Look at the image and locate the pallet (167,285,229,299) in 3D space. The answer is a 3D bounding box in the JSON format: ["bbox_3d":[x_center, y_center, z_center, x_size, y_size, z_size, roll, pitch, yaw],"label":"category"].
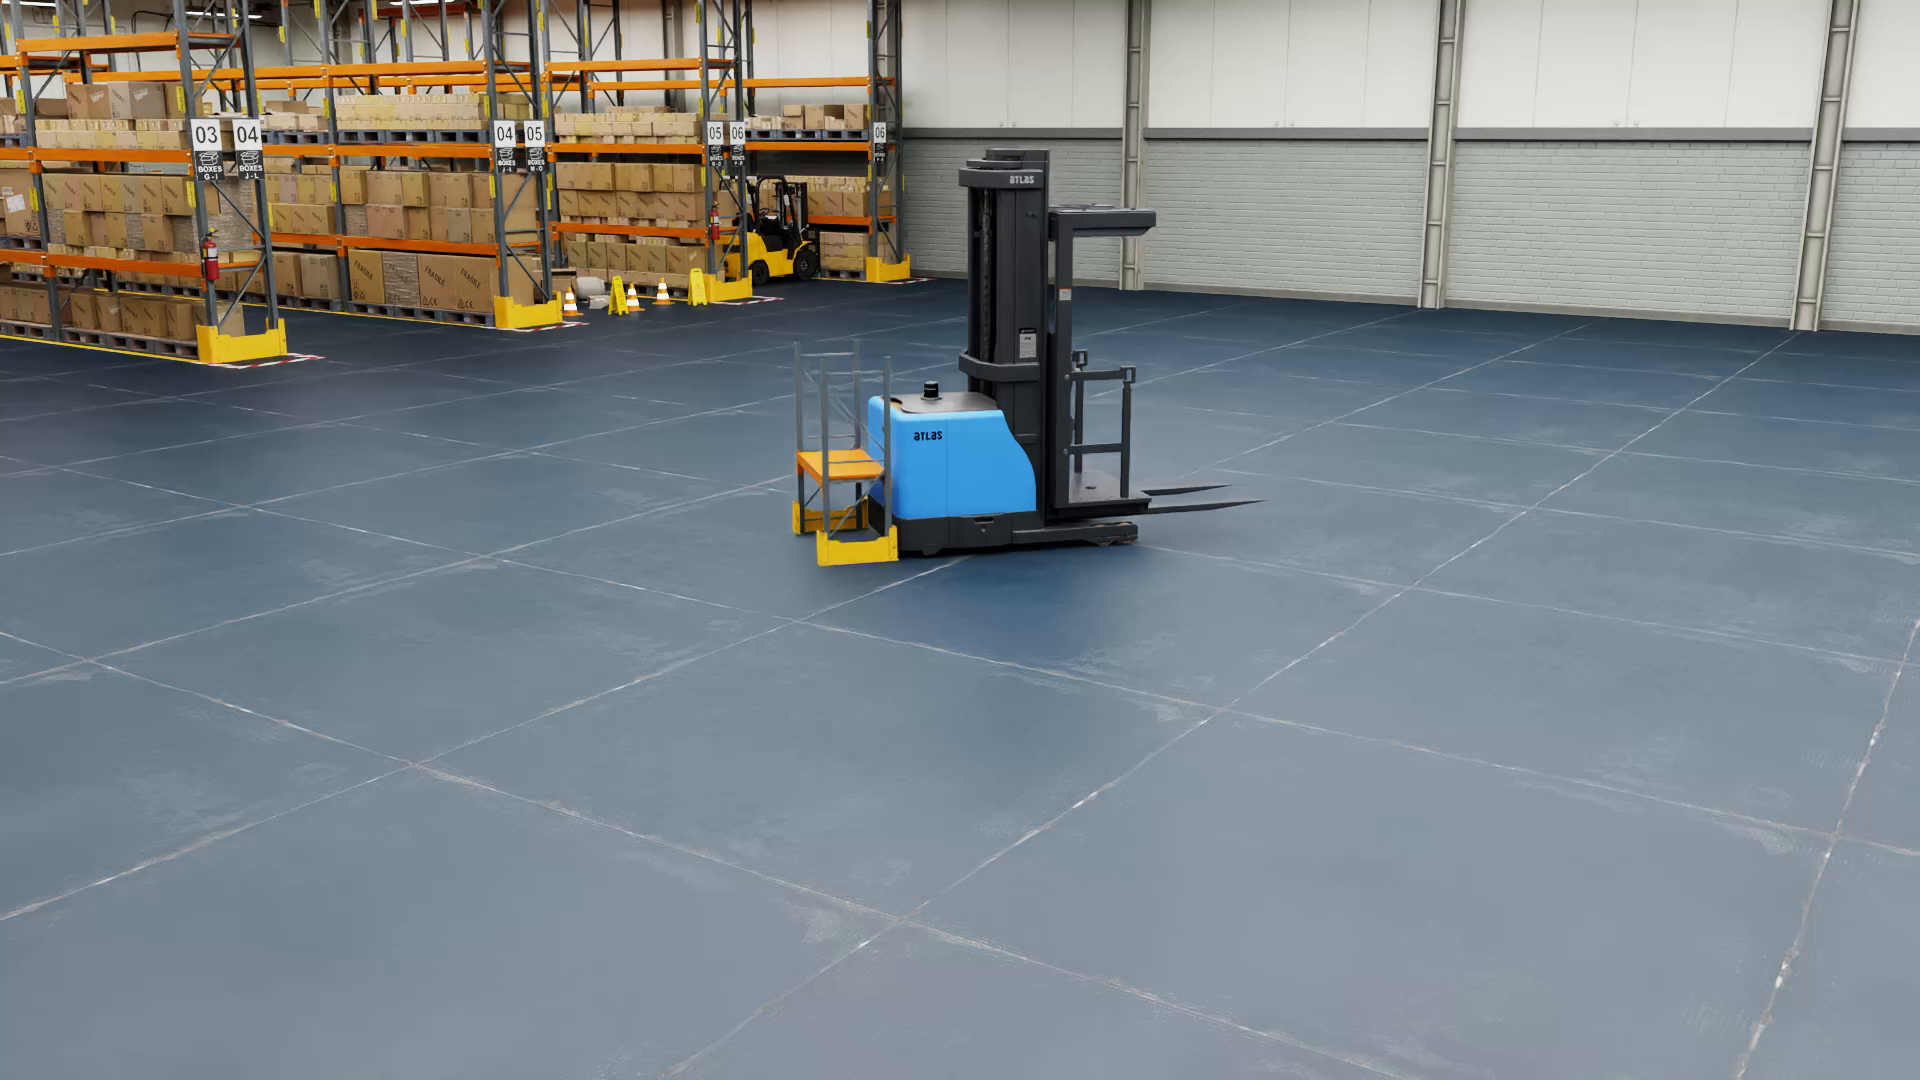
[{"bbox_3d":[-14.256,-4.757,31.599,1.213,0.211,1.003,9,17,33],"label":"pallet"}]

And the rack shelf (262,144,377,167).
[{"bbox_3d":[-11.949,-6.844,29.481,4.000,0.370,1.077,9,17,33],"label":"rack shelf"}]

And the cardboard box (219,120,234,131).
[{"bbox_3d":[-9.922,-5.617,22.510,0.250,0.149,0.380,9,17,32],"label":"cardboard box"}]

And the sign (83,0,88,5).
[{"bbox_3d":[-12.823,-8.003,24.316,0.005,0.325,0.100,9,17,33],"label":"sign"}]

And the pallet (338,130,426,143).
[{"bbox_3d":[-9.616,-6.770,27.871,1.213,0.211,1.003,9,17,33],"label":"pallet"}]

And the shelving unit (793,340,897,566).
[{"bbox_3d":[-0.884,-0.681,12.452,0.587,1.500,1.083,-4,14,-15],"label":"shelving unit"}]

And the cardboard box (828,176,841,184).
[{"bbox_3d":[-2.558,-7.541,34.869,0.250,0.149,0.380,9,17,33],"label":"cardboard box"}]

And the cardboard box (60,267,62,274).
[{"bbox_3d":[-18.018,-5.480,33.776,0.250,0.149,0.380,9,16,31],"label":"cardboard box"}]

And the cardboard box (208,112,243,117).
[{"bbox_3d":[-13.130,-7.529,29.857,0.500,0.311,0.500,9,17,33],"label":"cardboard box"}]

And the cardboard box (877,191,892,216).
[{"bbox_3d":[-1.780,-7.093,35.027,0.500,0.500,0.500,10,17,35],"label":"cardboard box"}]

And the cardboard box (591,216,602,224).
[{"bbox_3d":[-6.866,-6.148,31.938,0.250,0.149,0.380,10,17,35],"label":"cardboard box"}]

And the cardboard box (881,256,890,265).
[{"bbox_3d":[-1.823,-5.897,35.250,0.500,0.250,0.500,9,17,33],"label":"cardboard box"}]

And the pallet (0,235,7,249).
[{"bbox_3d":[-14.795,-4.679,25.882,1.213,0.211,1.003,9,17,33],"label":"pallet"}]

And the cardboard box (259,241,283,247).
[{"bbox_3d":[-15.453,-6.728,38.216,0.875,0.438,0.875,9,16,31],"label":"cardboard box"}]

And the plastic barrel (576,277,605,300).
[{"bbox_3d":[-6.850,-4.657,30.756,0.512,0.421,0.421,-4,14,-16],"label":"plastic barrel"}]

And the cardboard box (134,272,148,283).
[{"bbox_3d":[-15.580,-5.242,32.084,0.500,0.500,0.500,10,17,34],"label":"cardboard box"}]

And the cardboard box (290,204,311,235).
[{"bbox_3d":[-11.291,-5.602,29.001,0.500,0.500,0.500,9,17,32],"label":"cardboard box"}]

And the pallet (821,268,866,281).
[{"bbox_3d":[-2.182,-5.664,35.262,1.213,0.211,1.003,9,17,33],"label":"pallet"}]

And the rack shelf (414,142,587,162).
[{"bbox_3d":[-9.270,-7.844,33.523,4.000,0.370,1.077,9,17,33],"label":"rack shelf"}]

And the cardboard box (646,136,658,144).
[{"bbox_3d":[-5.576,-7.399,30.752,0.250,0.149,0.380,9,17,32],"label":"cardboard box"}]

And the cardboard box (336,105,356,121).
[{"bbox_3d":[-10.040,-7.127,27.741,0.500,0.250,0.500,9,17,33],"label":"cardboard box"}]

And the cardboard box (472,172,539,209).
[{"bbox_3d":[-7.256,-5.587,26.589,0.550,0.550,0.875,9,17,33],"label":"cardboard box"}]

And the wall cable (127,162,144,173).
[{"bbox_3d":[-21.478,-9.607,43.277,0.122,1.984,0.588,9,17,33],"label":"wall cable"}]

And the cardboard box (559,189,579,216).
[{"bbox_3d":[-7.401,-6.547,32.203,0.500,0.500,0.500,9,17,33],"label":"cardboard box"}]

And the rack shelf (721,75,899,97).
[{"bbox_3d":[-3.184,-9.560,35.044,4.000,0.370,1.077,9,17,33],"label":"rack shelf"}]

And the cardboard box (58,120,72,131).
[{"bbox_3d":[-12.571,-5.902,23.663,0.250,0.149,0.380,9,17,33],"label":"cardboard box"}]

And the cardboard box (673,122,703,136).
[{"bbox_3d":[-4.866,-7.475,30.229,0.500,0.250,0.500,9,16,32],"label":"cardboard box"}]

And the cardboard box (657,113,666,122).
[{"bbox_3d":[-5.333,-7.757,30.539,0.250,0.149,0.380,9,17,33],"label":"cardboard box"}]

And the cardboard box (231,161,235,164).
[{"bbox_3d":[-16.359,-8.647,37.875,0.250,0.149,0.380,9,17,33],"label":"cardboard box"}]

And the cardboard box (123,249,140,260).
[{"bbox_3d":[-11.477,-4.012,23.311,0.250,0.149,0.380,9,17,33],"label":"cardboard box"}]

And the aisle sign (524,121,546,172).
[{"bbox_3d":[-6.744,-6.244,26.396,0.004,0.787,0.394,9,17,33],"label":"aisle sign"}]

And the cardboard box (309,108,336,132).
[{"bbox_3d":[-13.679,-9.074,35.914,0.500,0.500,0.500,9,16,32],"label":"cardboard box"}]

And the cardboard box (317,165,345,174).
[{"bbox_3d":[-13.606,-7.897,36.192,0.500,0.500,0.500,9,17,32],"label":"cardboard box"}]

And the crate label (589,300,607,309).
[{"bbox_3d":[-6.392,-4.170,29.382,0.298,0.136,0.250,1,14,4],"label":"crate label"}]

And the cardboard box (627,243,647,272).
[{"bbox_3d":[-5.952,-5.360,31.520,0.500,0.500,0.500,9,16,32],"label":"cardboard box"}]

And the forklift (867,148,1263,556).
[{"bbox_3d":[0.851,-1.491,12.746,3.031,2.935,1.130,-4,15,-16],"label":"forklift"}]

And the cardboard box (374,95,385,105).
[{"bbox_3d":[-9.330,-7.189,27.162,0.250,0.149,0.380,9,17,33],"label":"cardboard box"}]

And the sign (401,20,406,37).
[{"bbox_3d":[-11.236,-10.337,33.580,0.005,0.325,0.100,9,17,33],"label":"sign"}]

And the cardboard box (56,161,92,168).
[{"bbox_3d":[-17.468,-7.229,32.875,0.500,0.500,0.500,9,16,31],"label":"cardboard box"}]

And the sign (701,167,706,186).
[{"bbox_3d":[-4.618,-6.540,29.933,0.005,0.325,0.100,9,17,33],"label":"sign"}]

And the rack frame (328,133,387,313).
[{"bbox_3d":[-10.289,-5.469,28.672,0.127,3.000,1.000,9,17,33],"label":"rack frame"}]

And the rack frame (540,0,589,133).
[{"bbox_3d":[-7.610,-9.381,31.993,0.127,3.000,1.000,9,17,33],"label":"rack frame"}]

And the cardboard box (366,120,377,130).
[{"bbox_3d":[-9.547,-6.837,27.397,0.250,0.149,0.380,9,16,32],"label":"cardboard box"}]

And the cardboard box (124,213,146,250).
[{"bbox_3d":[-11.136,-4.348,23.317,0.500,0.500,0.875,9,17,33],"label":"cardboard box"}]

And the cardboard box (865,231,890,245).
[{"bbox_3d":[-1.817,-6.380,35.119,0.500,0.250,0.500,9,16,32],"label":"cardboard box"}]

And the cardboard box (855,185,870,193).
[{"bbox_3d":[-1.968,-7.277,34.419,0.250,0.149,0.380,9,17,34],"label":"cardboard box"}]

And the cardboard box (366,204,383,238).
[{"bbox_3d":[-9.507,-5.425,28.184,0.550,0.550,0.875,9,17,33],"label":"cardboard box"}]

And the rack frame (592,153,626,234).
[{"bbox_3d":[-8.162,-7.996,38.881,0.127,3.000,1.000,9,17,33],"label":"rack frame"}]

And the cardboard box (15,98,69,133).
[{"bbox_3d":[-13.476,-6.286,24.643,0.637,0.503,0.797,8,16,30],"label":"cardboard box"}]

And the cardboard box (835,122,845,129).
[{"bbox_3d":[-2.381,-8.560,34.358,0.250,0.149,0.380,9,16,31],"label":"cardboard box"}]

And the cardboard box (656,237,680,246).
[{"bbox_3d":[-5.444,-5.572,31.027,0.250,0.149,0.380,10,17,34],"label":"cardboard box"}]

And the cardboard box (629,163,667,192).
[{"bbox_3d":[-5.734,-6.753,30.953,0.500,0.500,0.700,9,16,32],"label":"cardboard box"}]
